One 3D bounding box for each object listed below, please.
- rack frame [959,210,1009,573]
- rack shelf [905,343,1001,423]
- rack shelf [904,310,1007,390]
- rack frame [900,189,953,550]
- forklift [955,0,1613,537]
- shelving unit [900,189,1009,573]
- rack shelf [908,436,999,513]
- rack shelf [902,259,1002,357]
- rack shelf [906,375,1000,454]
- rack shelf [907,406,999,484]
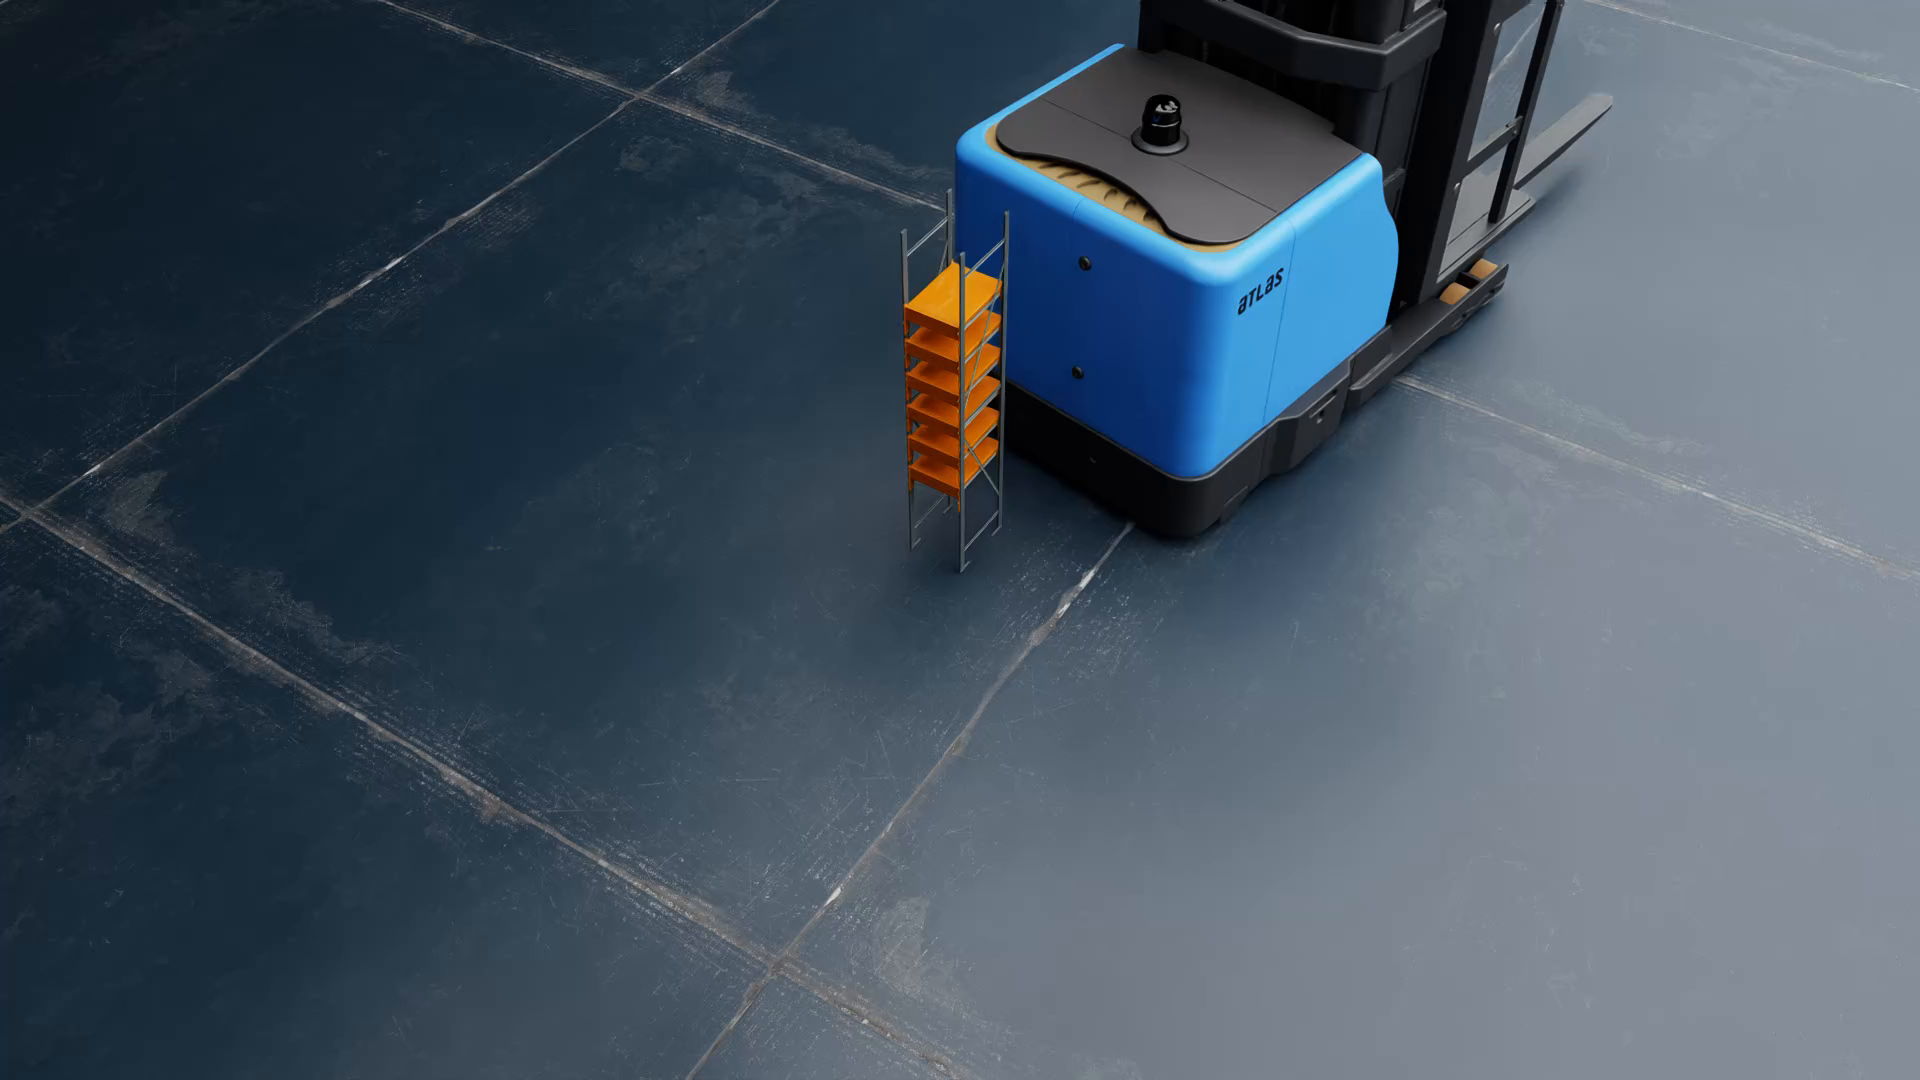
[{"bbox_3d":[0.065,-0.388,4.791,0.006,1.200,0.240,25,51,22],"label":"rack frame"},{"bbox_3d":[-0.012,-0.476,4.771,0.180,0.103,0.258,25,51,22],"label":"rack shelf"},{"bbox_3d":[-0.012,-0.560,4.685,0.180,0.103,0.258,25,51,22],"label":"rack shelf"},{"bbox_3d":[-0.089,-0.459,4.860,0.006,1.200,0.240,25,51,22],"label":"rack frame"},{"bbox_3d":[1.341,-2.001,5.151,1.130,2.935,3.031,34,55,28],"label":"forklift"},{"bbox_3d":[-0.012,-0.424,4.825,0.189,1.200,0.258,25,51,22],"label":"shelving unit"},{"bbox_3d":[-0.012,-0.226,5.029,0.180,0.103,0.258,25,51,22],"label":"rack shelf"},{"bbox_3d":[-0.012,-0.644,4.599,0.180,0.103,0.258,25,51,22],"label":"rack shelf"},{"bbox_3d":[-0.012,-0.393,4.857,0.180,0.103,0.258,25,51,22],"label":"rack shelf"},{"bbox_3d":[-0.012,-0.309,4.943,0.180,0.103,0.258,25,51,22],"label":"rack shelf"}]
